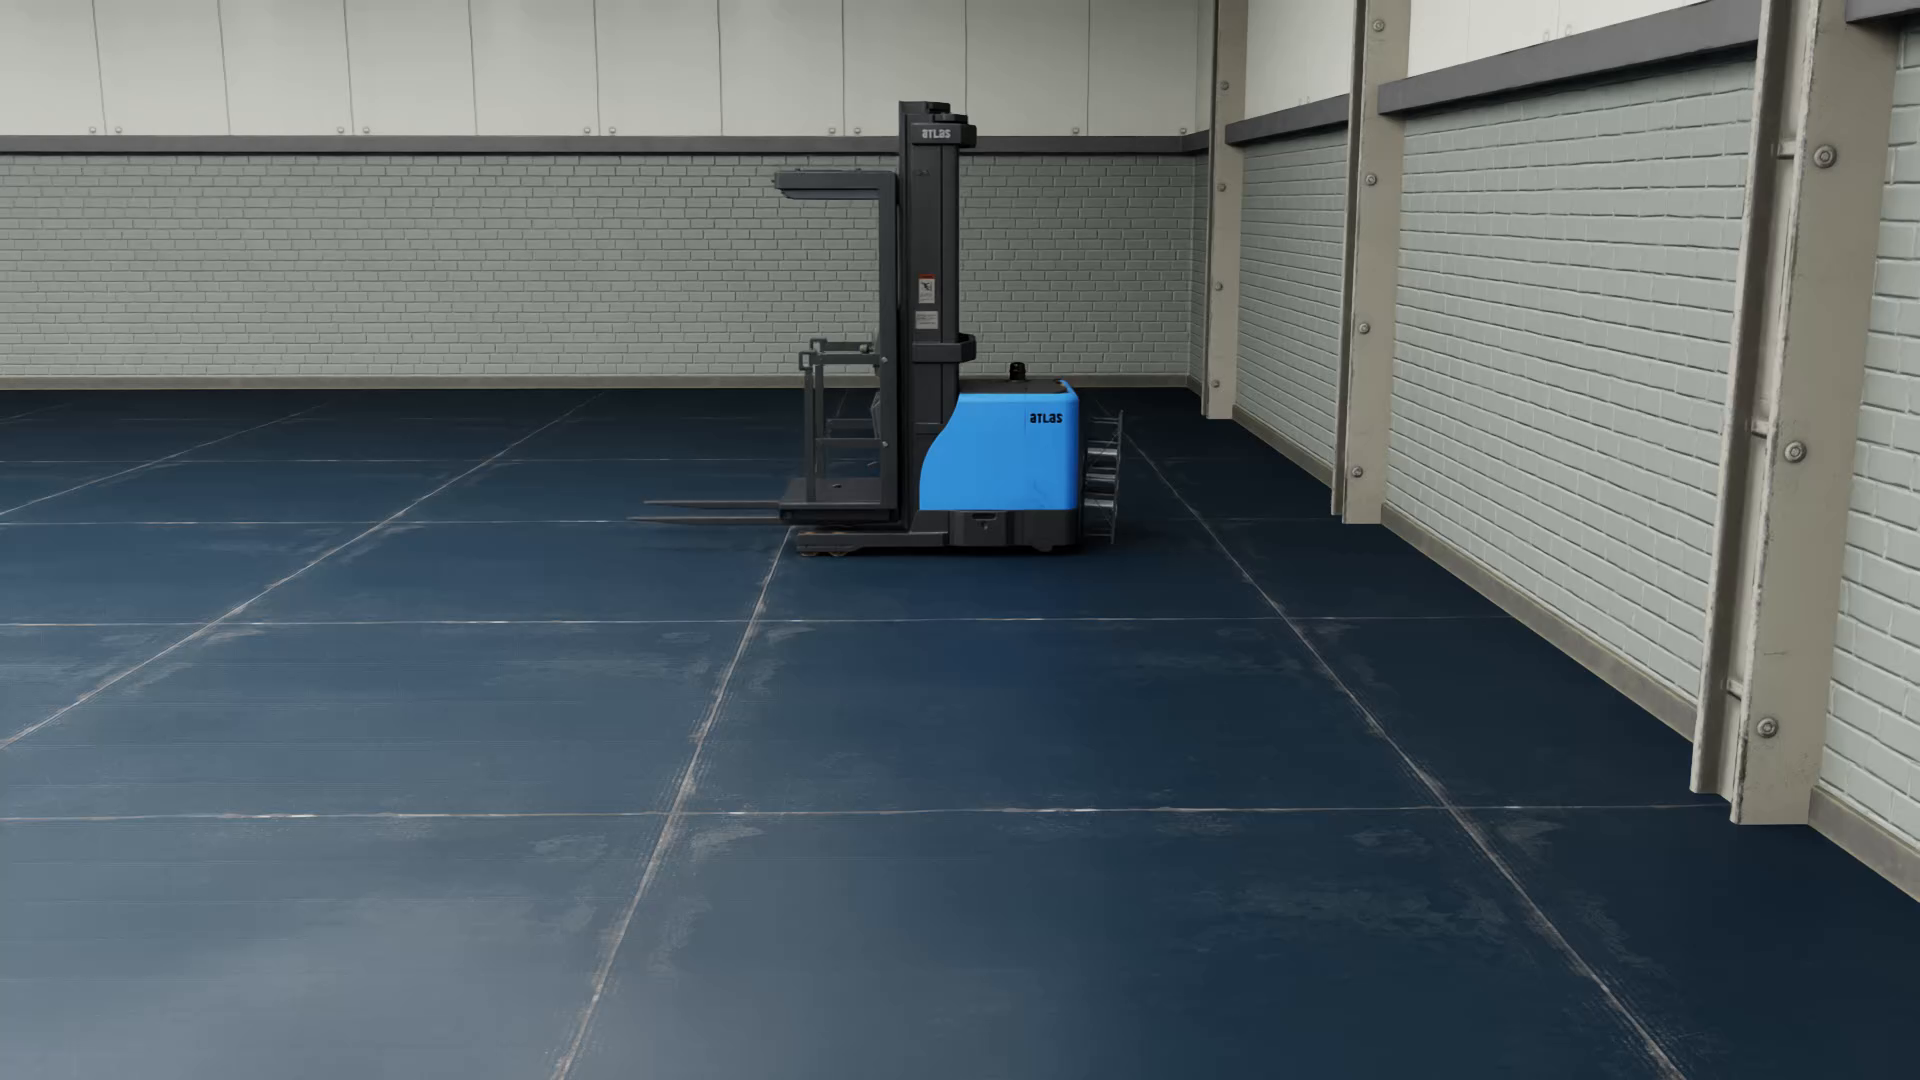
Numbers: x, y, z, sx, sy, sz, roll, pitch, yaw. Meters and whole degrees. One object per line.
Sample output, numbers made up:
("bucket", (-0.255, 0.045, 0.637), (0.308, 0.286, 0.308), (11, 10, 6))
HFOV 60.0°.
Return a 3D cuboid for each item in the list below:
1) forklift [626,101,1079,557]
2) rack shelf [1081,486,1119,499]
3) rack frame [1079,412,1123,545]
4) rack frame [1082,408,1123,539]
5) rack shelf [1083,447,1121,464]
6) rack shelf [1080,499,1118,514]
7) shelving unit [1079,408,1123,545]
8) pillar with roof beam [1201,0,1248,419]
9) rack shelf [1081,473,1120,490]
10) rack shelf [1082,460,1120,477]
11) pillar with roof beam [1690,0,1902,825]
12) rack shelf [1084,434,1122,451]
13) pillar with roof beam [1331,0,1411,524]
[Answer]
("forklift", (-0.726, -1.430, 11.238), (3.031, 2.935, 1.130), (0, 11, -1))
("rack shelf", (0.963, -0.318, 11.449), (0.258, 0.077, 0.200), (4, 12, 6))
("rack frame", (0.957, -0.418, 11.325), (0.240, 0.900, 0.006), (4, 12, 6))
("rack frame", (0.981, -0.458, 11.522), (0.240, 0.900, 0.006), (4, 12, 6))
("rack shelf", (0.976, -0.582, 11.393), (0.258, 0.077, 0.200), (4, 12, 6))
("rack shelf", (0.958, -0.230, 11.467), (0.258, 0.077, 0.200), (4, 12, 6))
("shelving unit", (0.969, -0.438, 11.423), (0.258, 0.900, 0.210), (4, 12, 6))
("pillar with roof beam", (-1.475, -5.745, 17.244), (9.100, 9.000, 0.400), (0, 11, -1))
("rack shelf", (0.967, -0.406, 11.430), (0.258, 0.077, 0.200), (4, 12, 6))
("rack shelf", (0.971, -0.494, 11.412), (0.258, 0.077, 0.200), (4, 12, 6))
("pillar with roof beam", (-1.227, -3.360, 5.487), (9.100, 9.000, 0.400), (0, 11, -1))
("rack shelf", (0.980, -0.670, 11.375), (0.258, 0.077, 0.200), (4, 12, 6))
("pillar with roof beam", (-1.351, -4.552, 11.366), (9.100, 9.000, 0.400), (0, 11, -1))
